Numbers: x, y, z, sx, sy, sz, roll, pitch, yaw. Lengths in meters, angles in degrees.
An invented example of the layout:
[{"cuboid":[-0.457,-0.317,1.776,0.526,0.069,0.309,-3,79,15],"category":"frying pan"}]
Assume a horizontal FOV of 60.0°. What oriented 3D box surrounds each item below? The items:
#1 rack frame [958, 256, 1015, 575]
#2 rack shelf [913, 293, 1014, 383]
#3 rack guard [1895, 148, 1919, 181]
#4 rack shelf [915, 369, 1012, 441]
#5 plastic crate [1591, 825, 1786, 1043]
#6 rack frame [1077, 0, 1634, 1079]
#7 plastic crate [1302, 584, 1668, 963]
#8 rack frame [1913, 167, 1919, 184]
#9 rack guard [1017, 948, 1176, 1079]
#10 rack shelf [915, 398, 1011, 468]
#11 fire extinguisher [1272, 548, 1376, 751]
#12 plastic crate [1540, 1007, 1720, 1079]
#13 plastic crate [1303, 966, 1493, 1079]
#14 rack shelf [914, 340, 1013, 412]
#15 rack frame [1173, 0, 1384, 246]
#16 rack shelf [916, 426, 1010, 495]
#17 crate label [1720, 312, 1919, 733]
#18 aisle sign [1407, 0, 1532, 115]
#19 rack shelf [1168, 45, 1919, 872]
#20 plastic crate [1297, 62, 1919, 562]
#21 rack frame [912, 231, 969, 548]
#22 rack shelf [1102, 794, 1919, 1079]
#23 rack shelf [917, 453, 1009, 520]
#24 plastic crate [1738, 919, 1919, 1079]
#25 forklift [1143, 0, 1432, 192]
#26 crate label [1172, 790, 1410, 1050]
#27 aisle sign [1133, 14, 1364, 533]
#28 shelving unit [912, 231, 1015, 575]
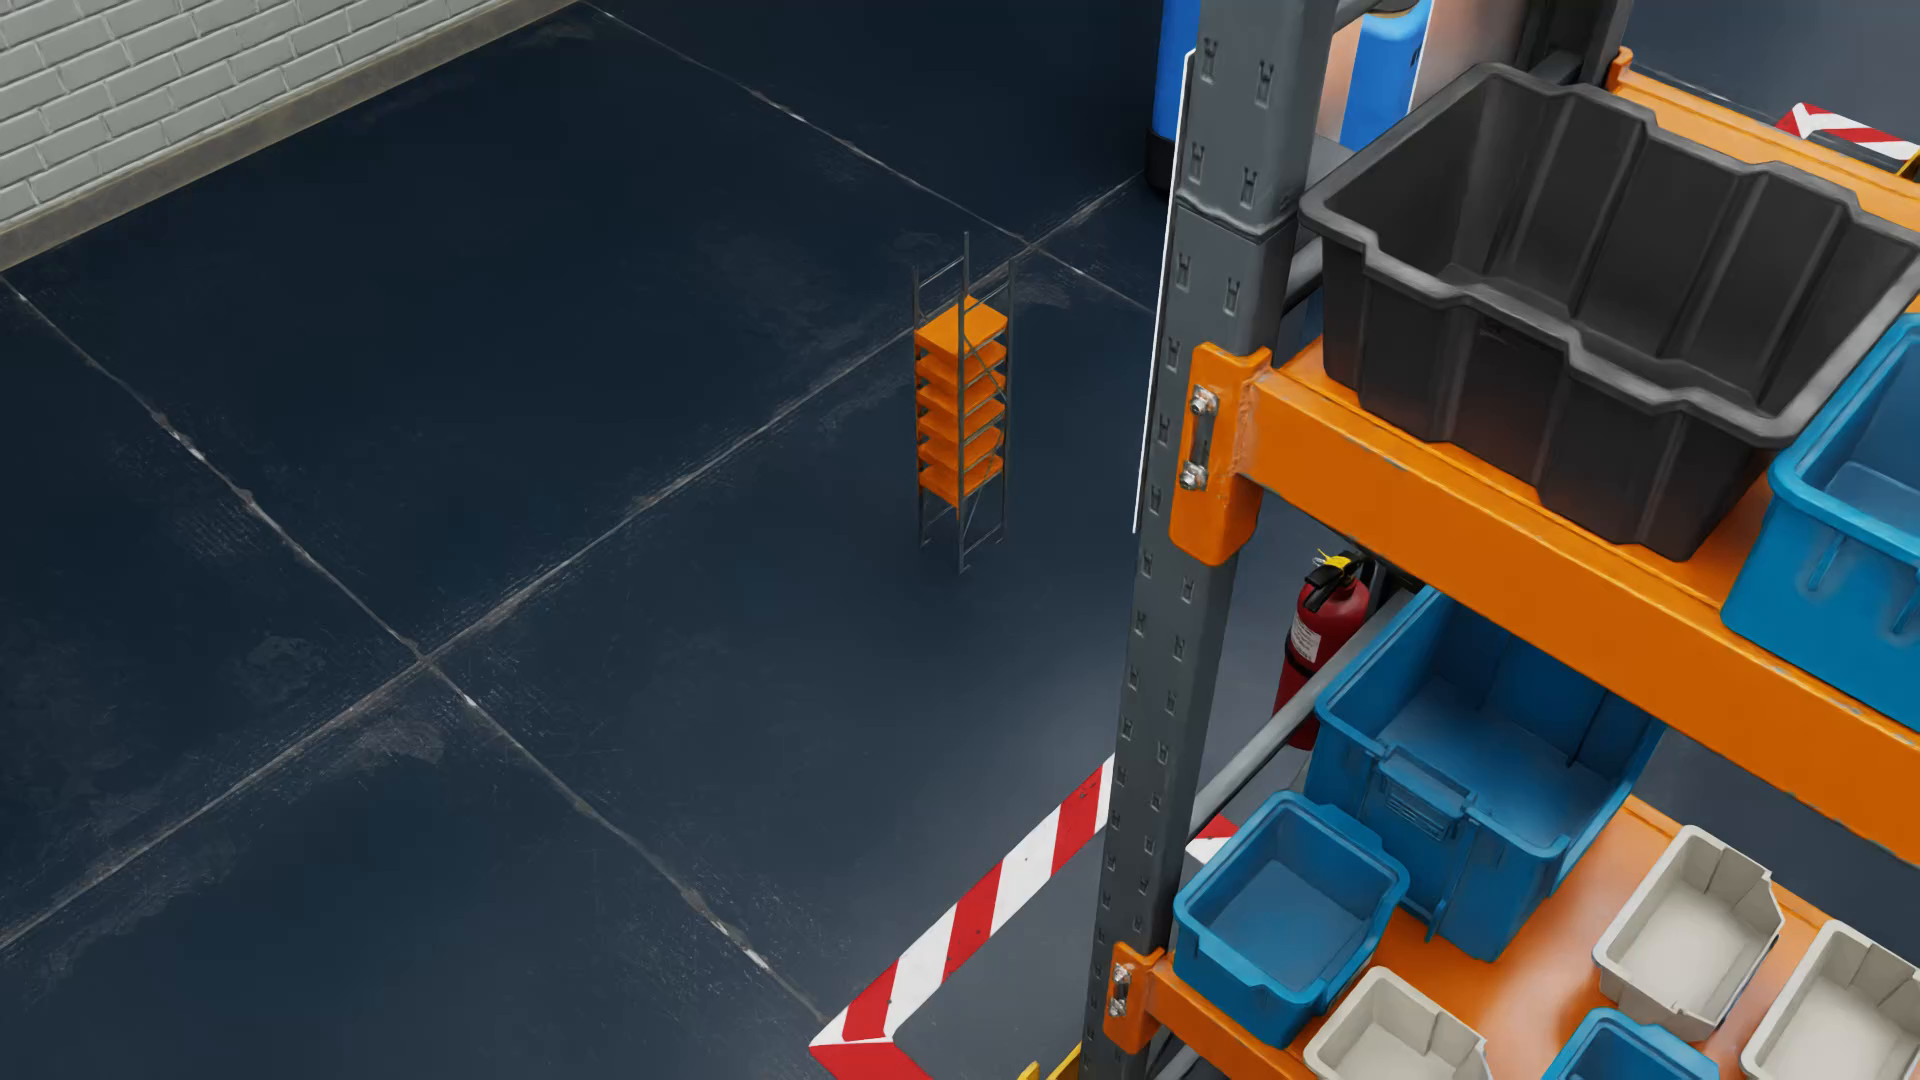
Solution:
[{"cuboid":[0.078,-0.358,5.263,0.006,1.200,0.240,34,55,28],"category":"rack frame"},{"cuboid":[0.011,-0.620,5.076,0.180,0.103,0.258,34,55,28],"category":"rack shelf"},{"cuboid":[3.986,-1.429,6.749,0.348,0.500,1.175,34,55,28],"category":"rack guard"},{"cuboid":[0.011,-0.455,5.251,0.180,0.103,0.258,34,55,28],"category":"rack shelf"},{"cuboid":[1.367,0.757,3.122,0.243,0.136,0.396,34,55,28],"category":"plastic crate"},{"cuboid":[0.645,0.381,3.335,0.127,3.000,1.000,34,55,28],"category":"rack frame"},{"cuboid":[1.018,0.413,3.239,0.499,0.435,0.616,34,55,28],"category":"plastic crate"},{"cuboid":[4.004,-2.273,5.826,0.127,3.000,1.000,34,55,28],"category":"rack frame"},{"cuboid":[0.618,1.231,4.251,0.348,0.500,1.175,34,55,28],"category":"rack guard"},{"cuboid":[0.011,-0.373,5.338,0.180,0.103,0.258,34,55,28],"category":"rack shelf"},{"cuboid":[0.842,0.217,3.798,0.183,0.674,0.296,34,55,28],"category":"fire extinguisher"},{"cuboid":[1.087,1.041,2.788,0.300,0.233,0.416,34,55,28],"category":"plastic crate"},{"cuboid":[0.783,0.952,2.939,0.298,0.136,0.250,34,55,28],"category":"plastic crate"},{"cuboid":[0.011,-0.537,5.163,0.180,0.103,0.258,34,55,28],"category":"rack shelf"},{"cuboid":[0.645,-1.673,1.148,0.127,3.000,1.000,34,55,28],"category":"rack frame"},{"cuboid":[0.011,-0.291,5.426,0.180,0.103,0.258,34,55,28],"category":"rack shelf"},{"cuboid":[1.104,0.034,1.705,0.502,0.251,0.408,34,55,28],"category":"crate label"},{"cuboid":[0.791,-0.702,2.568,0.004,0.787,0.394,34,55,28],"category":"aisle sign"},{"cuboid":[2.115,0.589,1.575,4.000,0.370,1.077,34,55,28],"category":"rack shelf"},{"cuboid":[0.739,-0.262,1.970,0.590,0.269,0.497,34,55,28],"category":"plastic crate"},{"cuboid":[-0.057,-0.449,5.348,0.006,1.200,0.240,34,55,28],"category":"rack frame"},{"cuboid":[2.115,1.616,2.669,4.000,0.370,1.077,34,55,28],"category":"rack shelf"},{"cuboid":[0.011,-0.209,5.513,0.180,0.103,0.258,34,55,28],"category":"rack shelf"},{"cuboid":[1.570,0.908,2.980,0.243,0.136,0.396,34,55,28],"category":"plastic crate"},{"cuboid":[2.024,-3.201,6.745,1.130,2.935,3.031,26,52,22],"category":"forklift"},{"cuboid":[0.603,0.716,3.094,0.303,0.233,0.416,34,55,28],"category":"crate label"},{"cuboid":[0.390,-0.386,2.271,0.004,0.787,0.394,34,55,28],"category":"aisle sign"},{"cuboid":[0.011,-0.404,5.306,0.189,1.200,0.258,34,55,28],"category":"shelving unit"}]
